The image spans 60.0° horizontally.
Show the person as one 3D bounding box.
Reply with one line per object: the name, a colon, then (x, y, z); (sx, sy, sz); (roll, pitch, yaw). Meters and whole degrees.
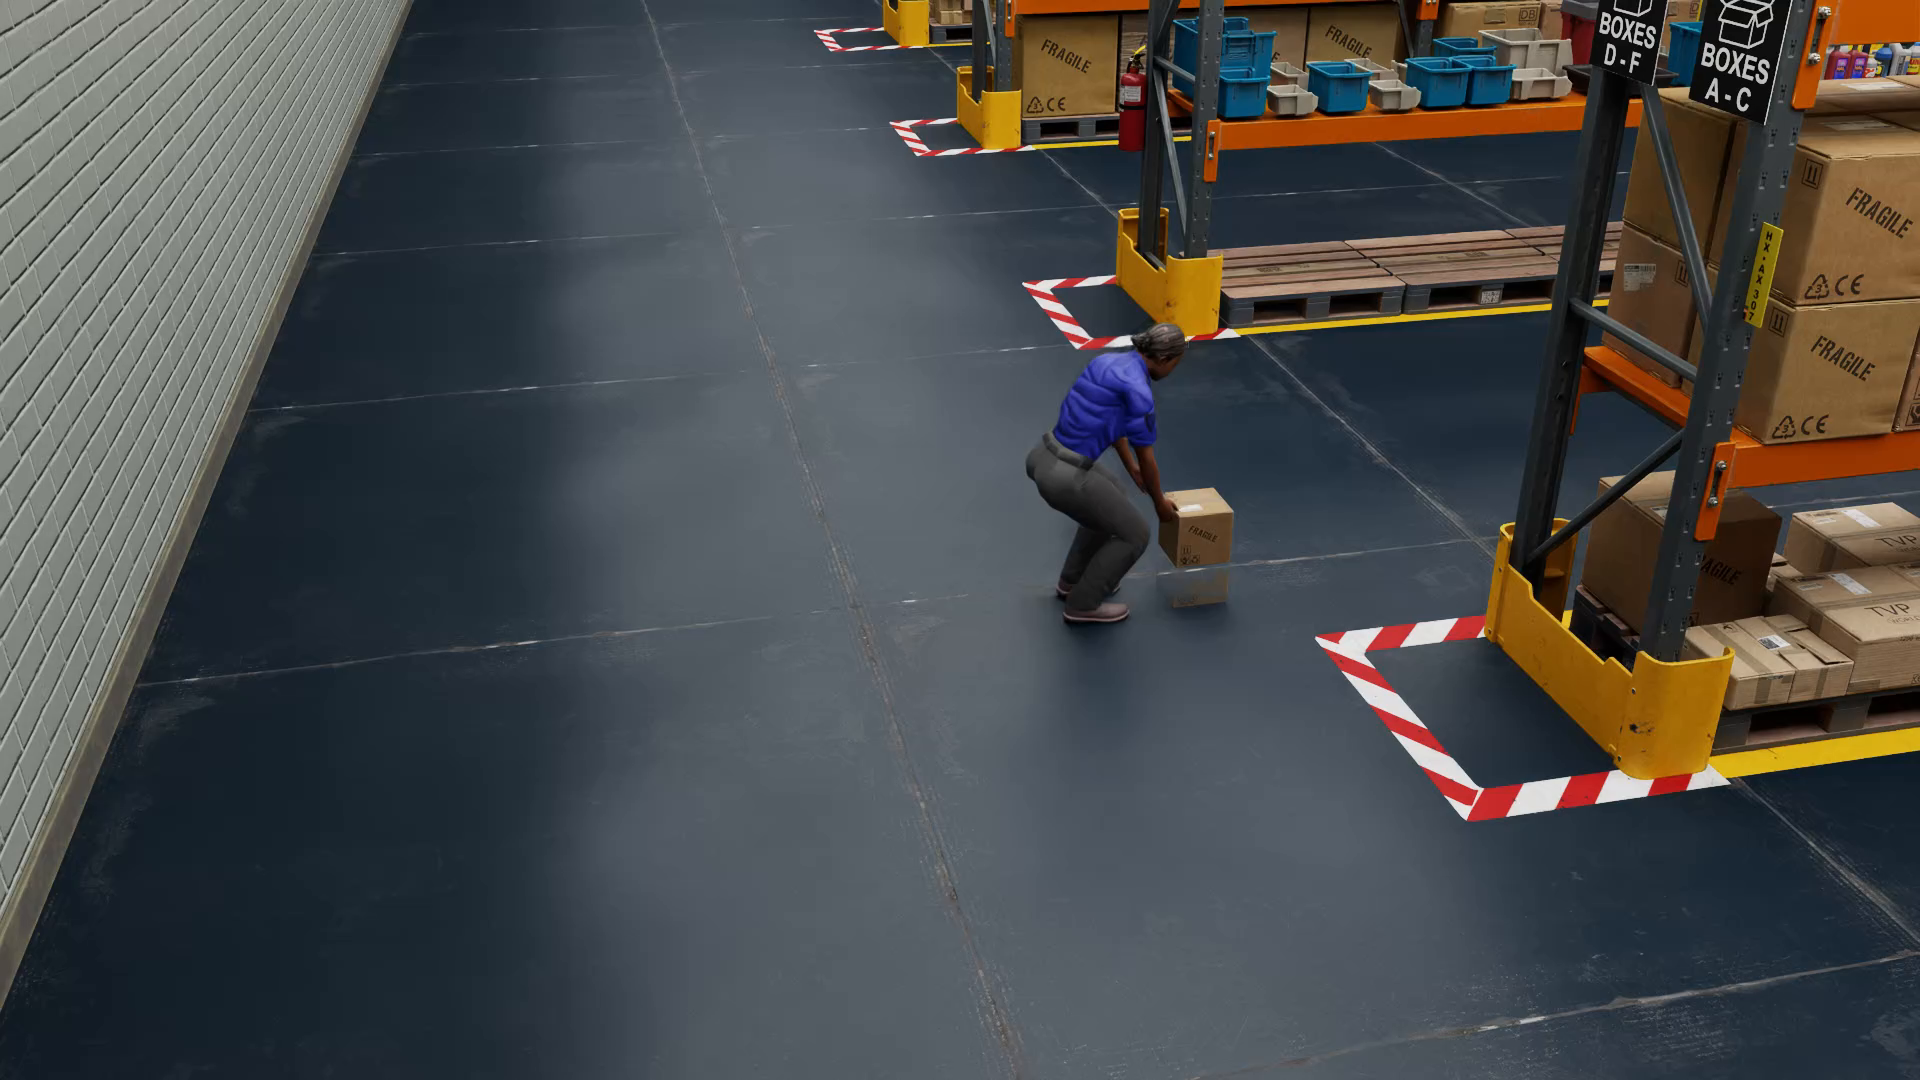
person: (0.614, -0.299, 7.140); (0.682, 1.280, 0.497); (-6, 27, -11)
